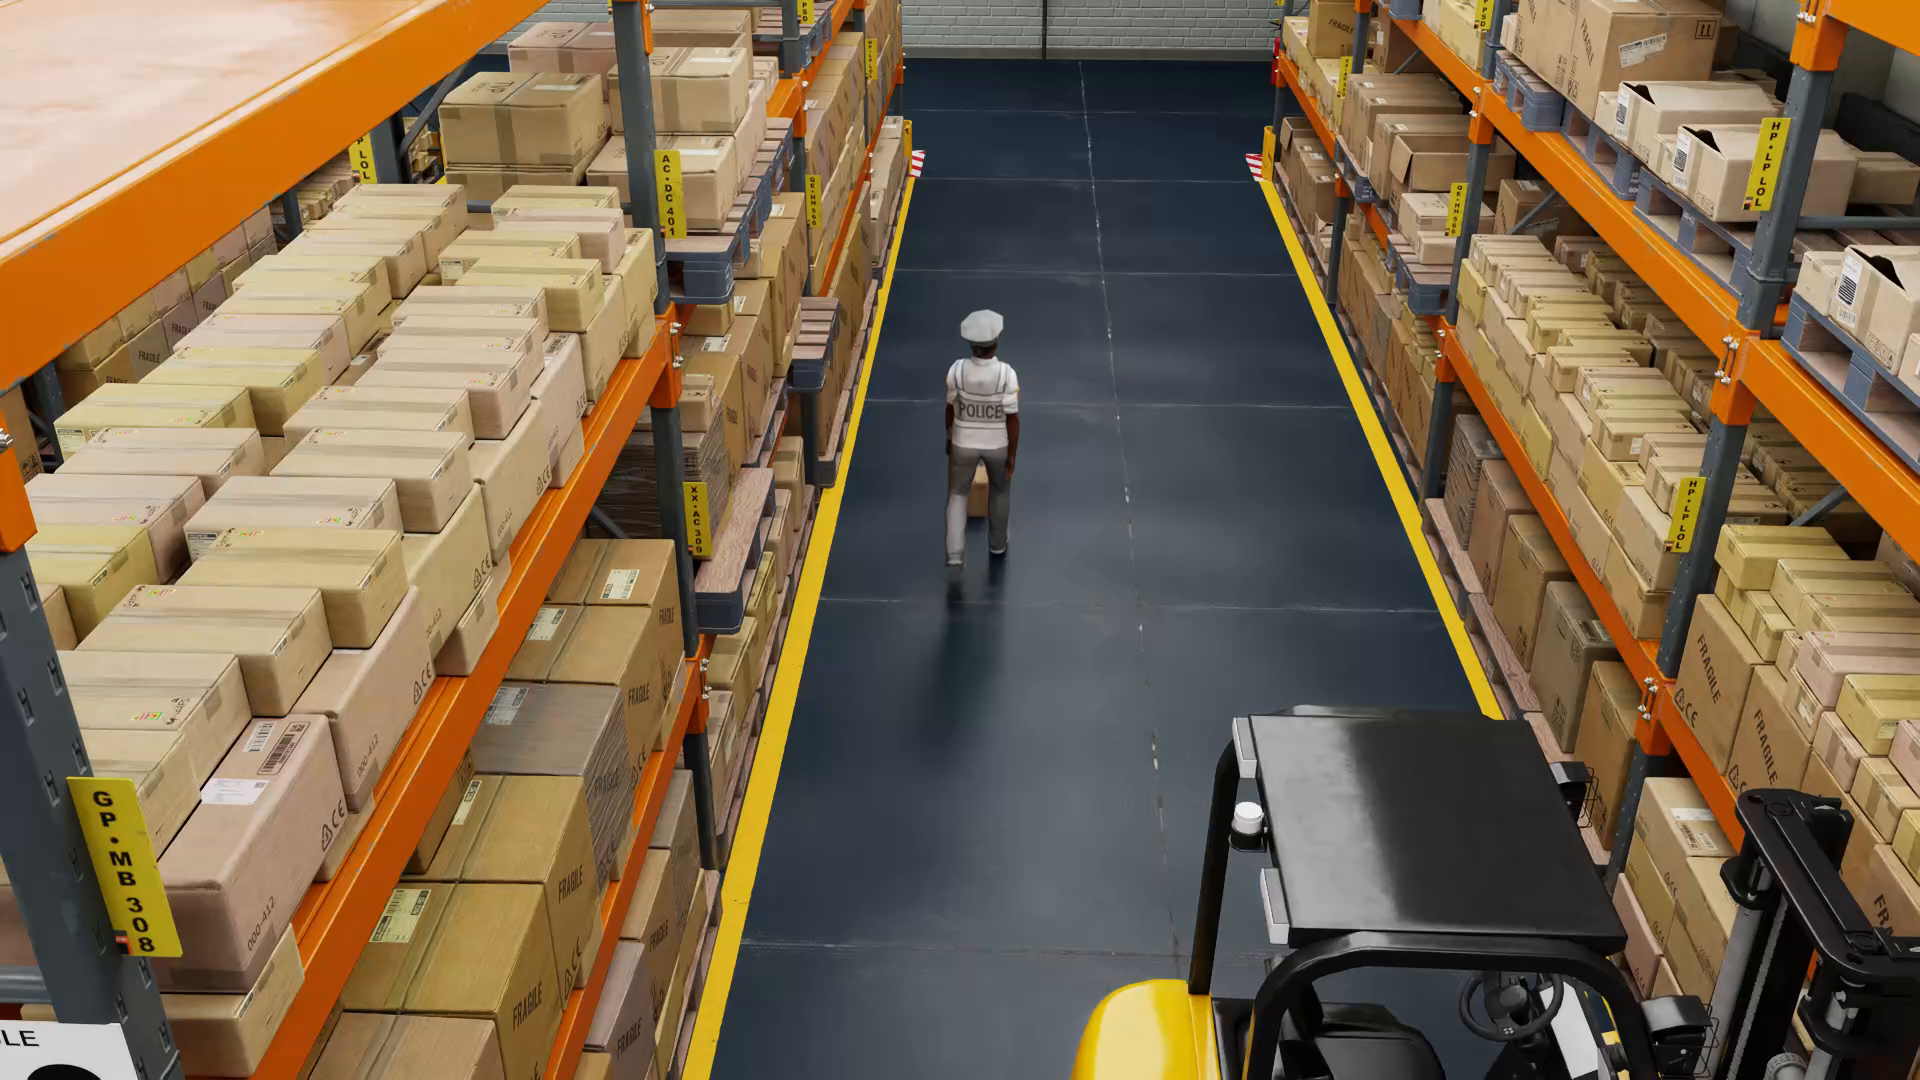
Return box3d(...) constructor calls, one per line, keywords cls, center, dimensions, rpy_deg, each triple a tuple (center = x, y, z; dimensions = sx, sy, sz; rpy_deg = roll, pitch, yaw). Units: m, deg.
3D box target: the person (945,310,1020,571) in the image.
box3d(cls="person", center=(0.130, -0.590, 9.891), dimensions=(0.448, 1.658, 0.810), rpy_deg=(2, 28, 3))
